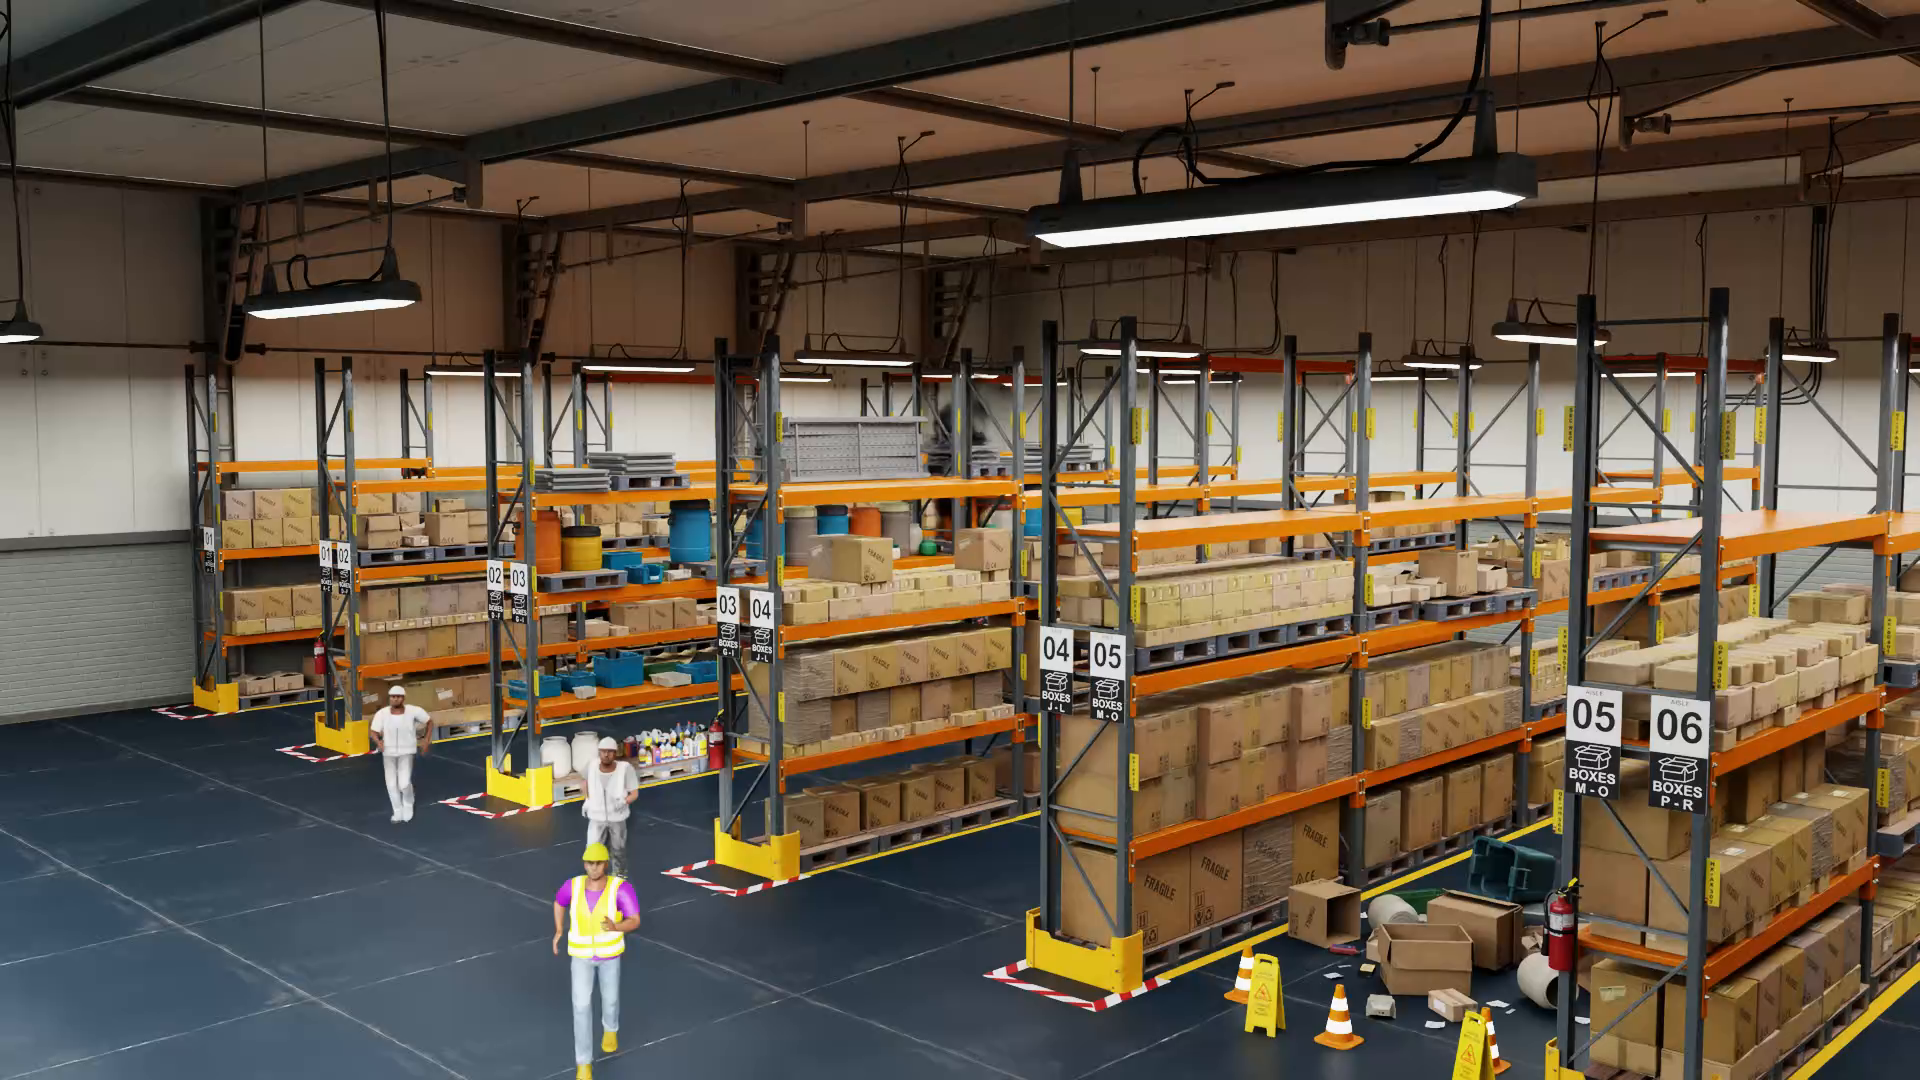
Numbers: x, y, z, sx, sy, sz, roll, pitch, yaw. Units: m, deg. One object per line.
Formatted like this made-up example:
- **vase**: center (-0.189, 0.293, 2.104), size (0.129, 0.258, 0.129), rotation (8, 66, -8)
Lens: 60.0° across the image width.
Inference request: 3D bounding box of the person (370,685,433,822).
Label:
- **person**: center (-7.034, 2.694, 20.897), size (0.732, 1.744, 0.631), rotation (-1, 4, -9)

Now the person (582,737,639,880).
- **person**: center (-3.671, 2.954, 17.461), size (0.605, 1.828, 0.892), rotation (-1, 4, -8)

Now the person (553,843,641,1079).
- **person**: center (-2.847, 3.269, 13.040), size (0.685, 1.806, 0.871), rotation (-1, 4, -9)
